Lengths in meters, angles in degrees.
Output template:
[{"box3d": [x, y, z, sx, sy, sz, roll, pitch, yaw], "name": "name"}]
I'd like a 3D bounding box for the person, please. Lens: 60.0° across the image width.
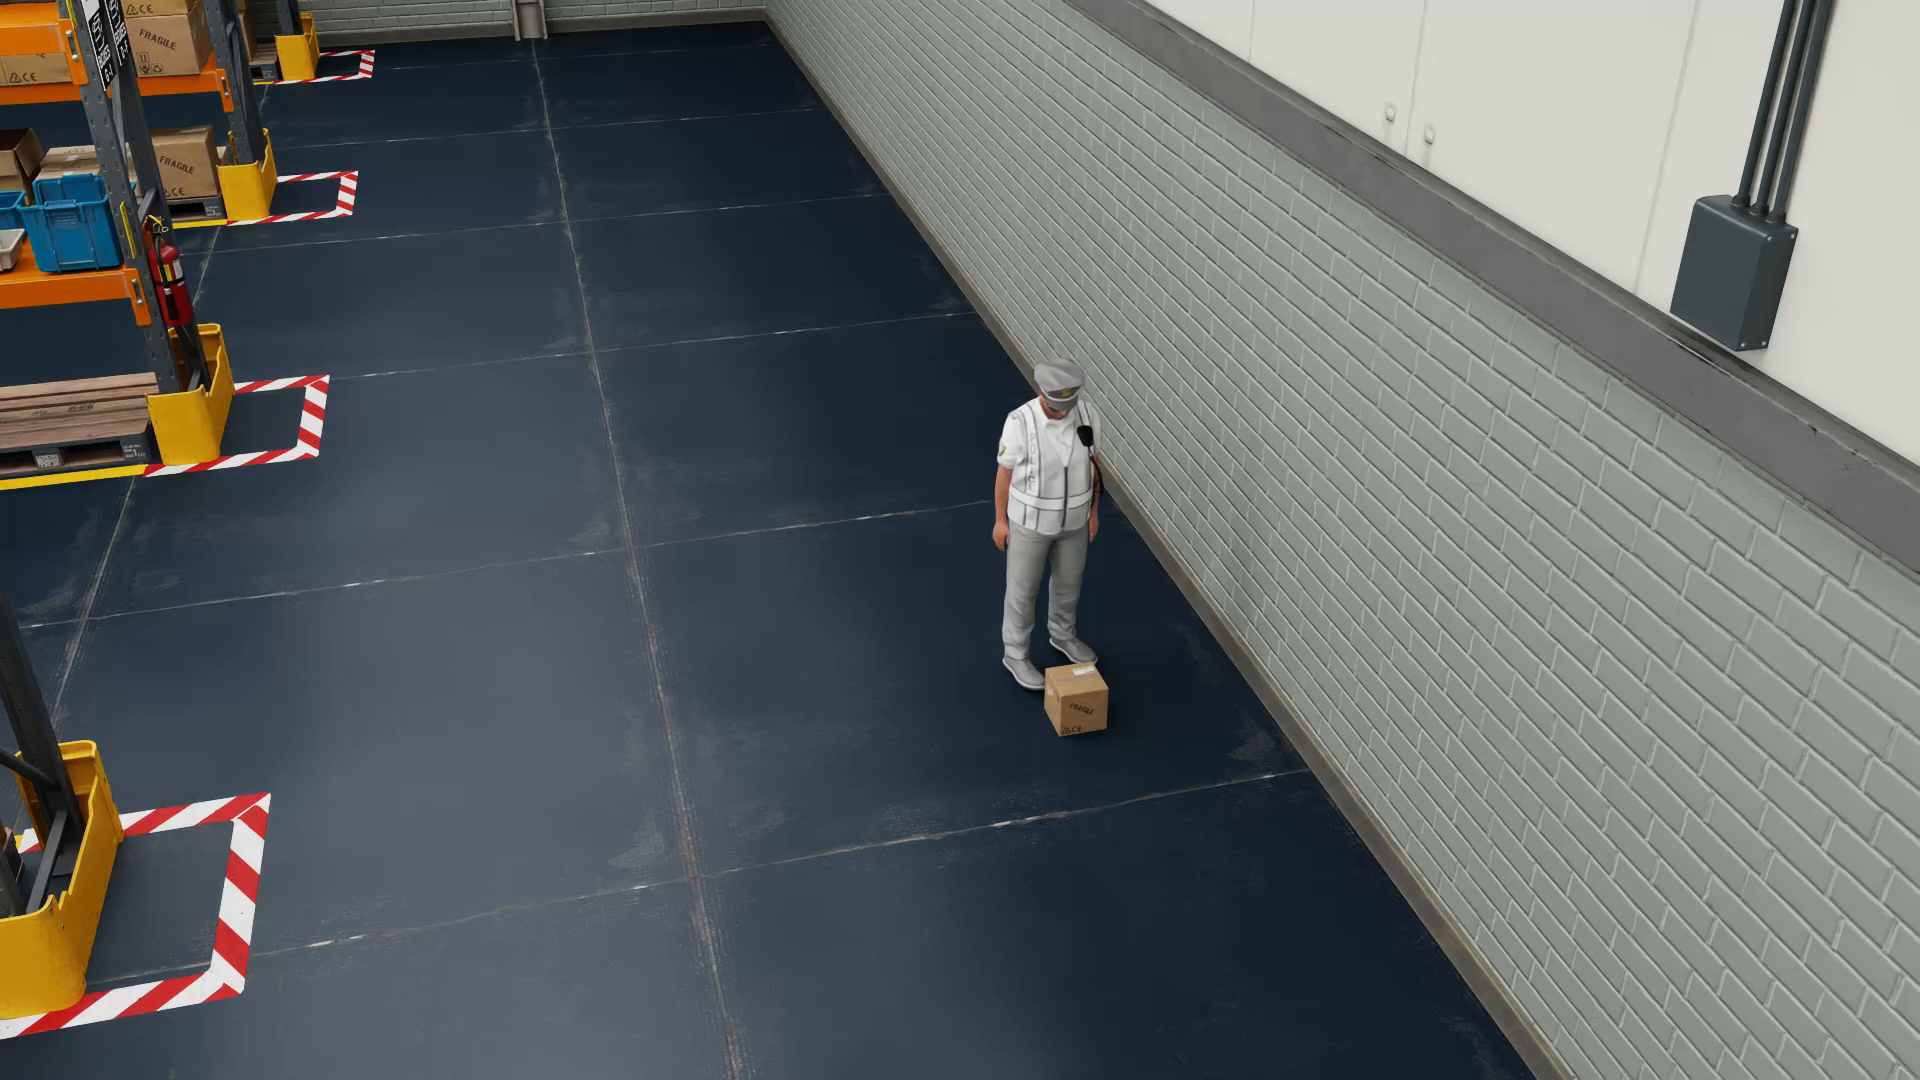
[{"box3d": [0.465, -0.096, 8.369, 0.560, 1.738, 0.453, -11, 32, -18], "name": "person"}]
